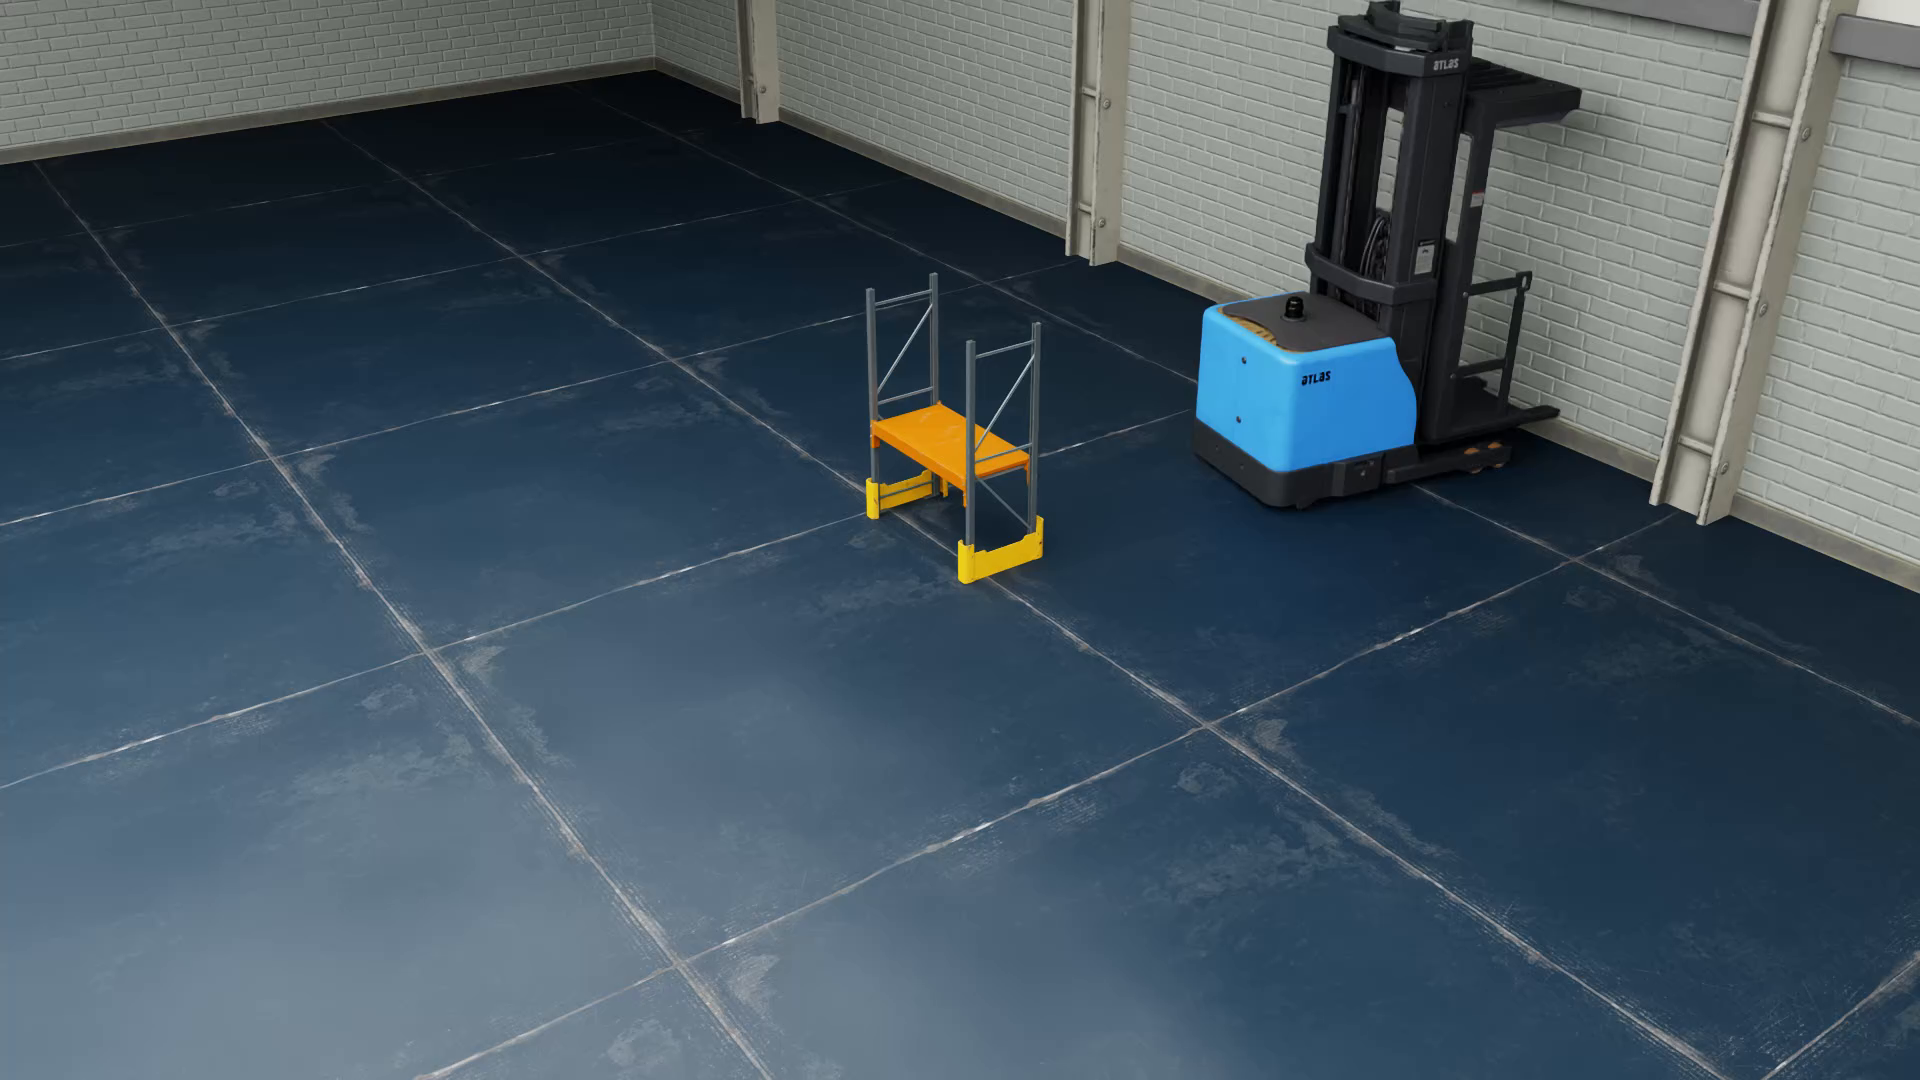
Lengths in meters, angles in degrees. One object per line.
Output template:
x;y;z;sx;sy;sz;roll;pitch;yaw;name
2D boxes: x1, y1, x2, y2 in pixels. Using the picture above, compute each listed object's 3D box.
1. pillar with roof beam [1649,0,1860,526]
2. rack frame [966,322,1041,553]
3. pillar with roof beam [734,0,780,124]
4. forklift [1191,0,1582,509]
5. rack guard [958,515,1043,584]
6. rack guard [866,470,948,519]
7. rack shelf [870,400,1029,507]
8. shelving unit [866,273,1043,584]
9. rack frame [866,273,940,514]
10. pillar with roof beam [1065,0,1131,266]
1.159;-2.969;6.289;9.100;9.000;0.400;-19;34;-31;pillar with roof beam
0.245;-0.495;9.589;0.500;1.500;0.032;-19;34;-31;rack frame
-5.802;-7.635;14.878;9.100;9.000;0.400;-19;34;-31;pillar with roof beam
3.122;-1.947;10.763;3.031;2.935;1.130;-13;31;-22;forklift
0.245;0.054;9.888;0.587;0.250;0.087;-19;34;-31;rack guard
-0.333;-0.333;10.601;0.587;0.250;0.087;-19;34;-31;rack guard
-0.049;-0.534;10.039;0.538;0.185;1.000;-19;34;-31;rack shelf
-0.044;-0.689;9.947;0.587;1.500;1.083;-19;34;-31;shelving unit
-0.344;-0.890;10.317;0.500;1.500;0.032;-19;34;-31;rack frame
-2.321;-5.302;10.584;9.100;9.000;0.400;-19;34;-31;pillar with roof beam
